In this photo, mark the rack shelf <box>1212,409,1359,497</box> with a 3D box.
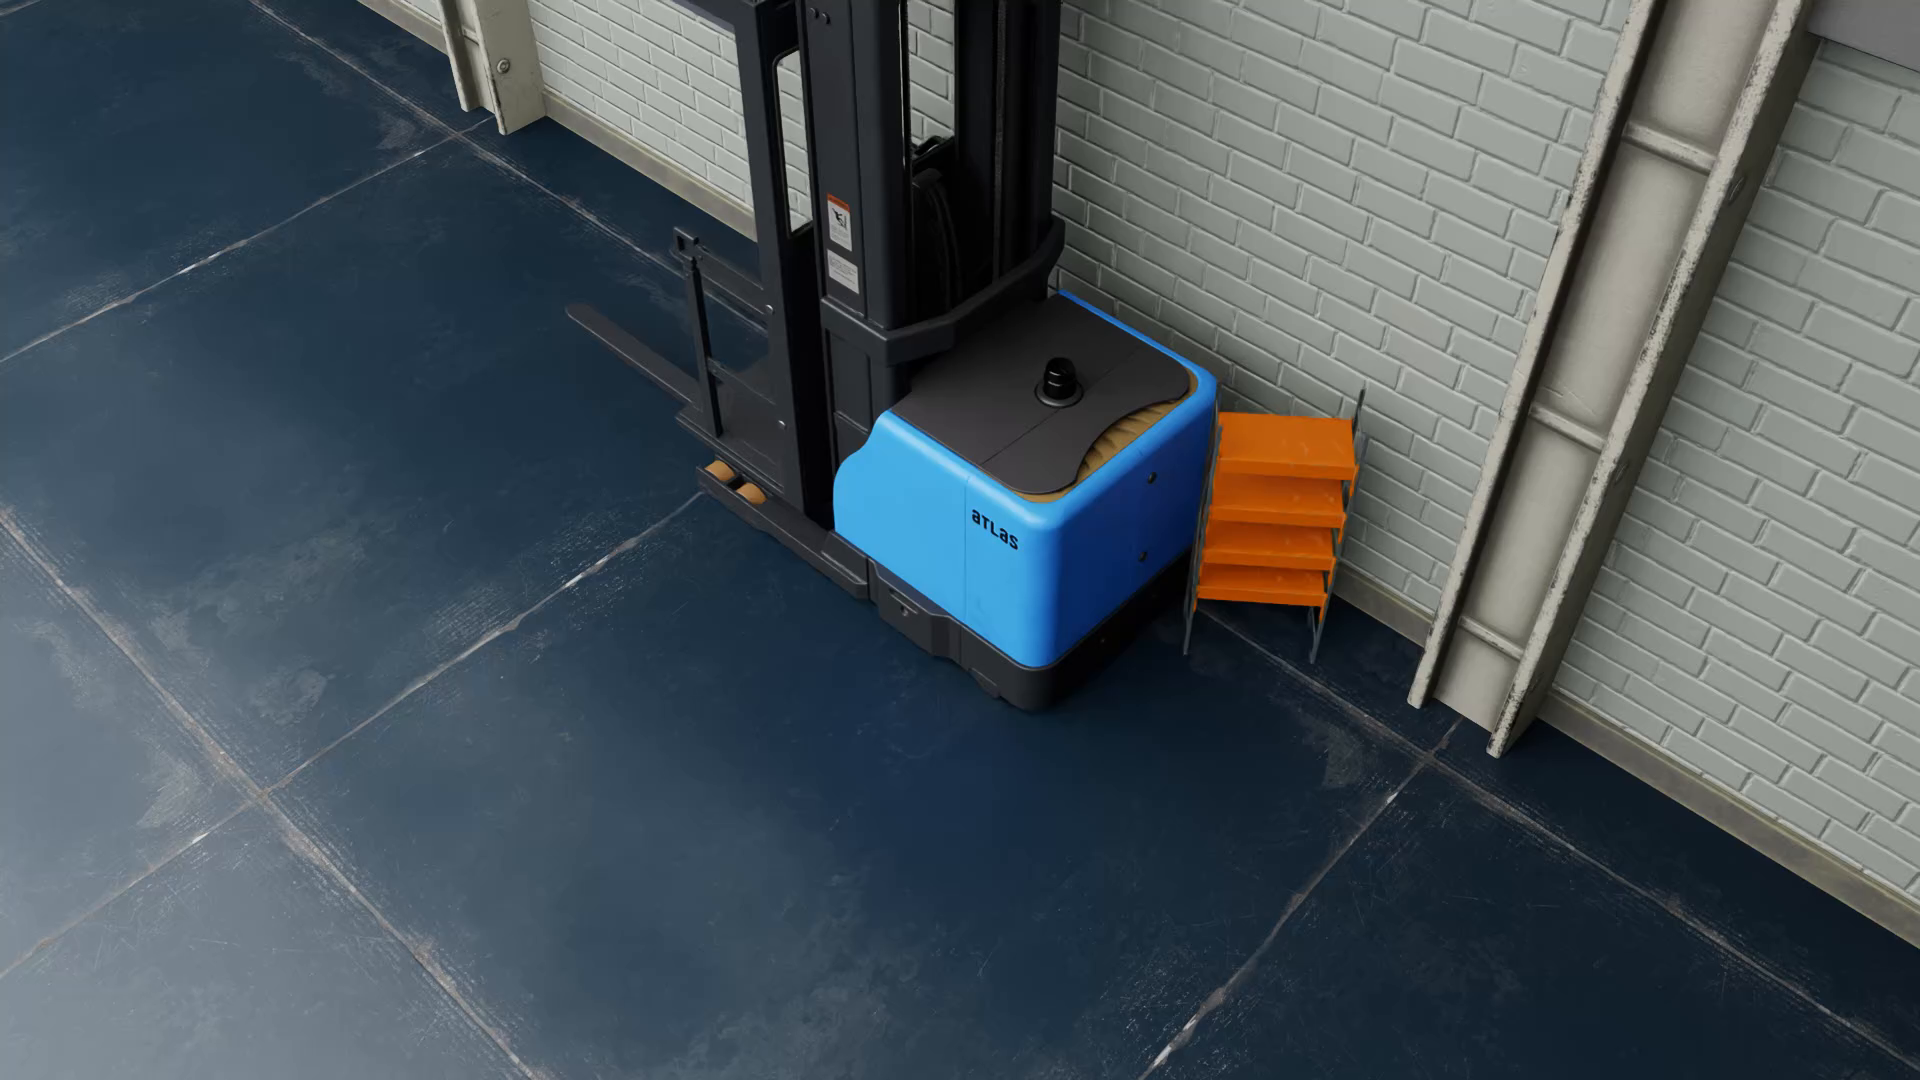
[{"bbox_3d":[1.125,-0.305,5.783,0.480,0.148,0.258,4,47,4],"label":"rack shelf"}]

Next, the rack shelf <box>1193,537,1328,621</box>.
[{"bbox_3d":[1.125,0.146,6.263,0.480,0.148,0.258,4,47,4],"label":"rack shelf"}]

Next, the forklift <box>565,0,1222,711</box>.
[{"bbox_3d":[-0.464,-1.323,6.090,3.031,2.935,1.130,34,56,28],"label":"forklift"}]

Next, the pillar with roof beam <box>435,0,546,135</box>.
[{"bbox_3d":[-5.392,-3.115,3.611,0.400,9.000,9.100,34,55,28],"label":"pillar with roof beam"}]

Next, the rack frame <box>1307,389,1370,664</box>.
[{"bbox_3d":[1.368,-0.020,6.054,0.015,1.200,0.240,4,47,4],"label":"rack frame"}]

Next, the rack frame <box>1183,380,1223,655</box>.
[{"bbox_3d":[0.882,-0.052,6.085,0.015,1.200,0.240,4,47,4],"label":"rack frame"}]

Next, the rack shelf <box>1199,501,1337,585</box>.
[{"bbox_3d":[1.125,0.010,6.118,0.480,0.148,0.258,4,47,4],"label":"rack shelf"}]

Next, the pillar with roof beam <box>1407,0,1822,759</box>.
[{"bbox_3d":[-0.983,-0.148,0.825,0.400,9.000,9.100,34,55,28],"label":"pillar with roof beam"}]

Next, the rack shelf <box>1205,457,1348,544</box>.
[{"bbox_3d":[1.125,-0.143,5.955,0.480,0.148,0.258,4,47,4],"label":"rack shelf"}]

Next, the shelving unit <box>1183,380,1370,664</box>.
[{"bbox_3d":[1.125,-0.036,6.069,0.503,1.200,0.258,4,47,4],"label":"shelving unit"}]
